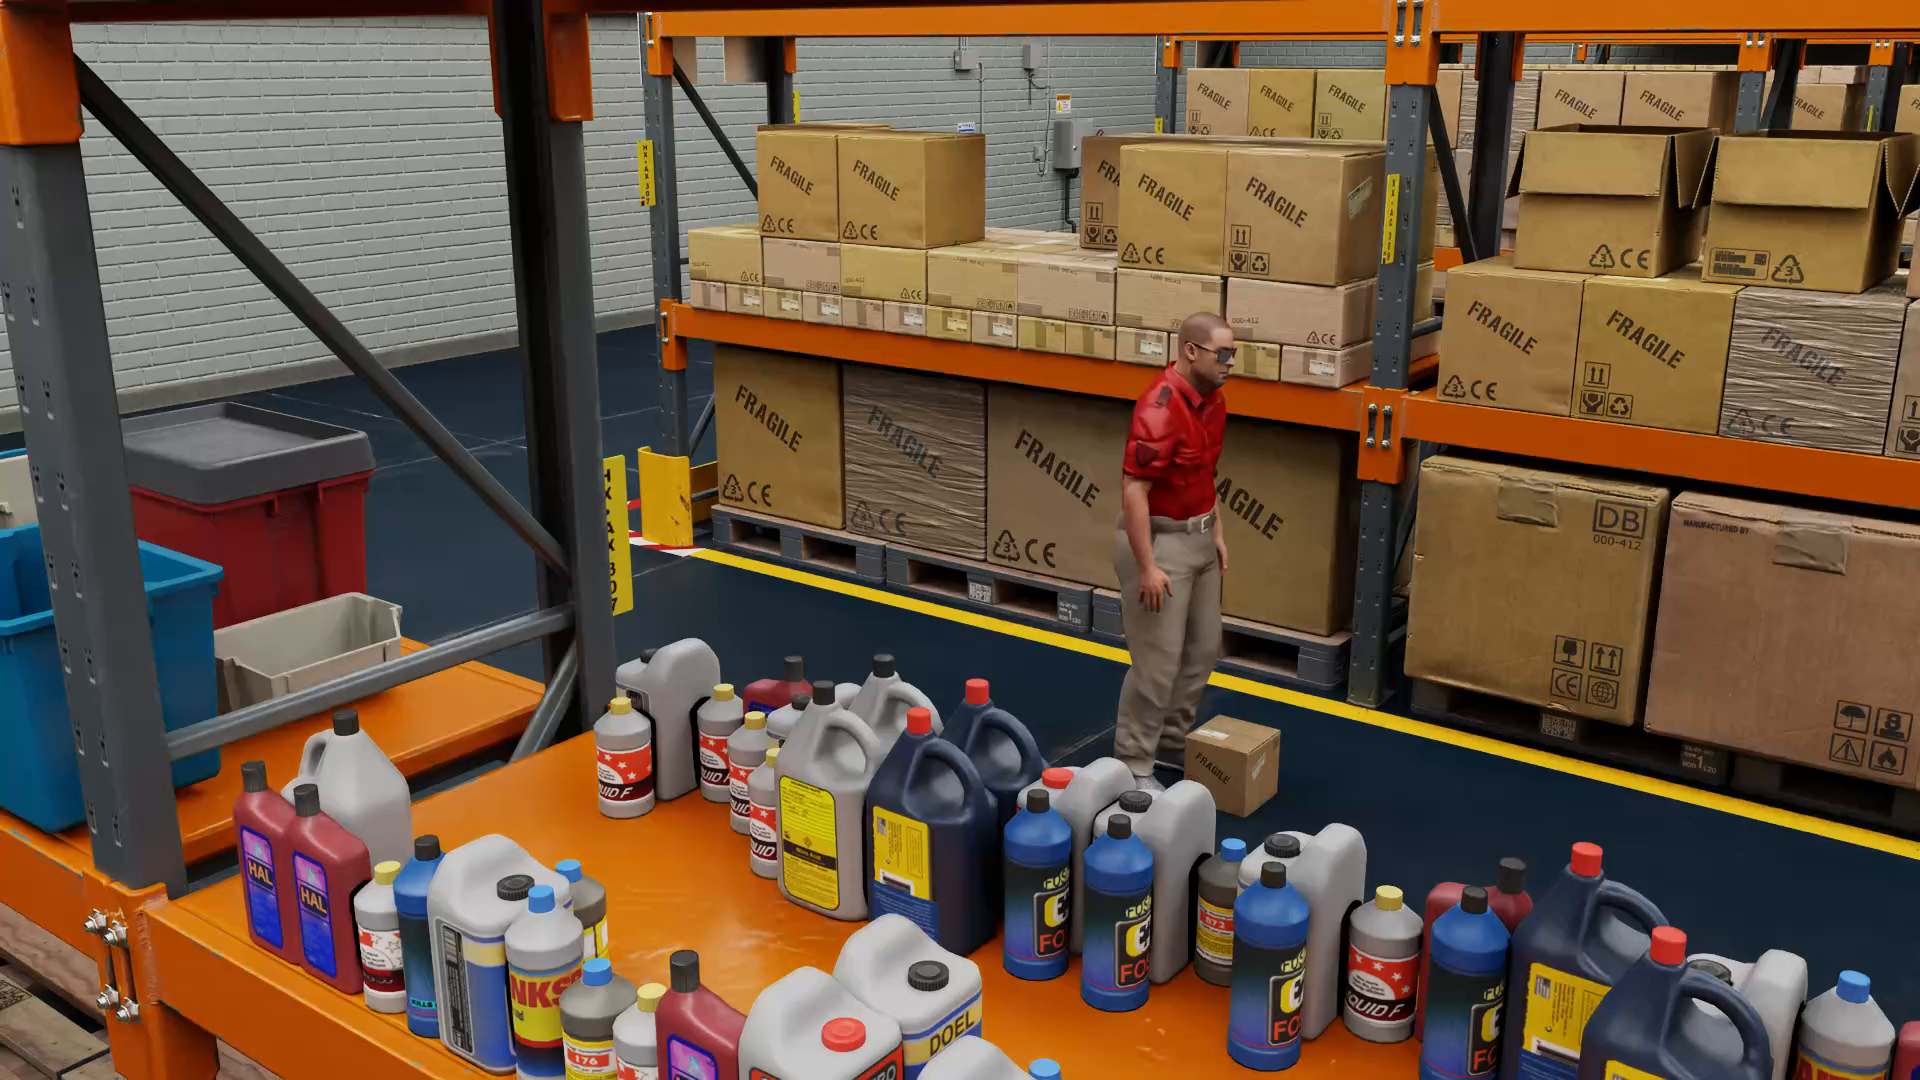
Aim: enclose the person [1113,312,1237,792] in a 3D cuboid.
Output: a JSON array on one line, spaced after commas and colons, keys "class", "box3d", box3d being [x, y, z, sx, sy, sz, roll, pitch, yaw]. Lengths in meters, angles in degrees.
[{"class": "person", "box3d": [0.764, 0.054, 5.878, 0.384, 1.727, 0.592, 11, 20, 34]}]
